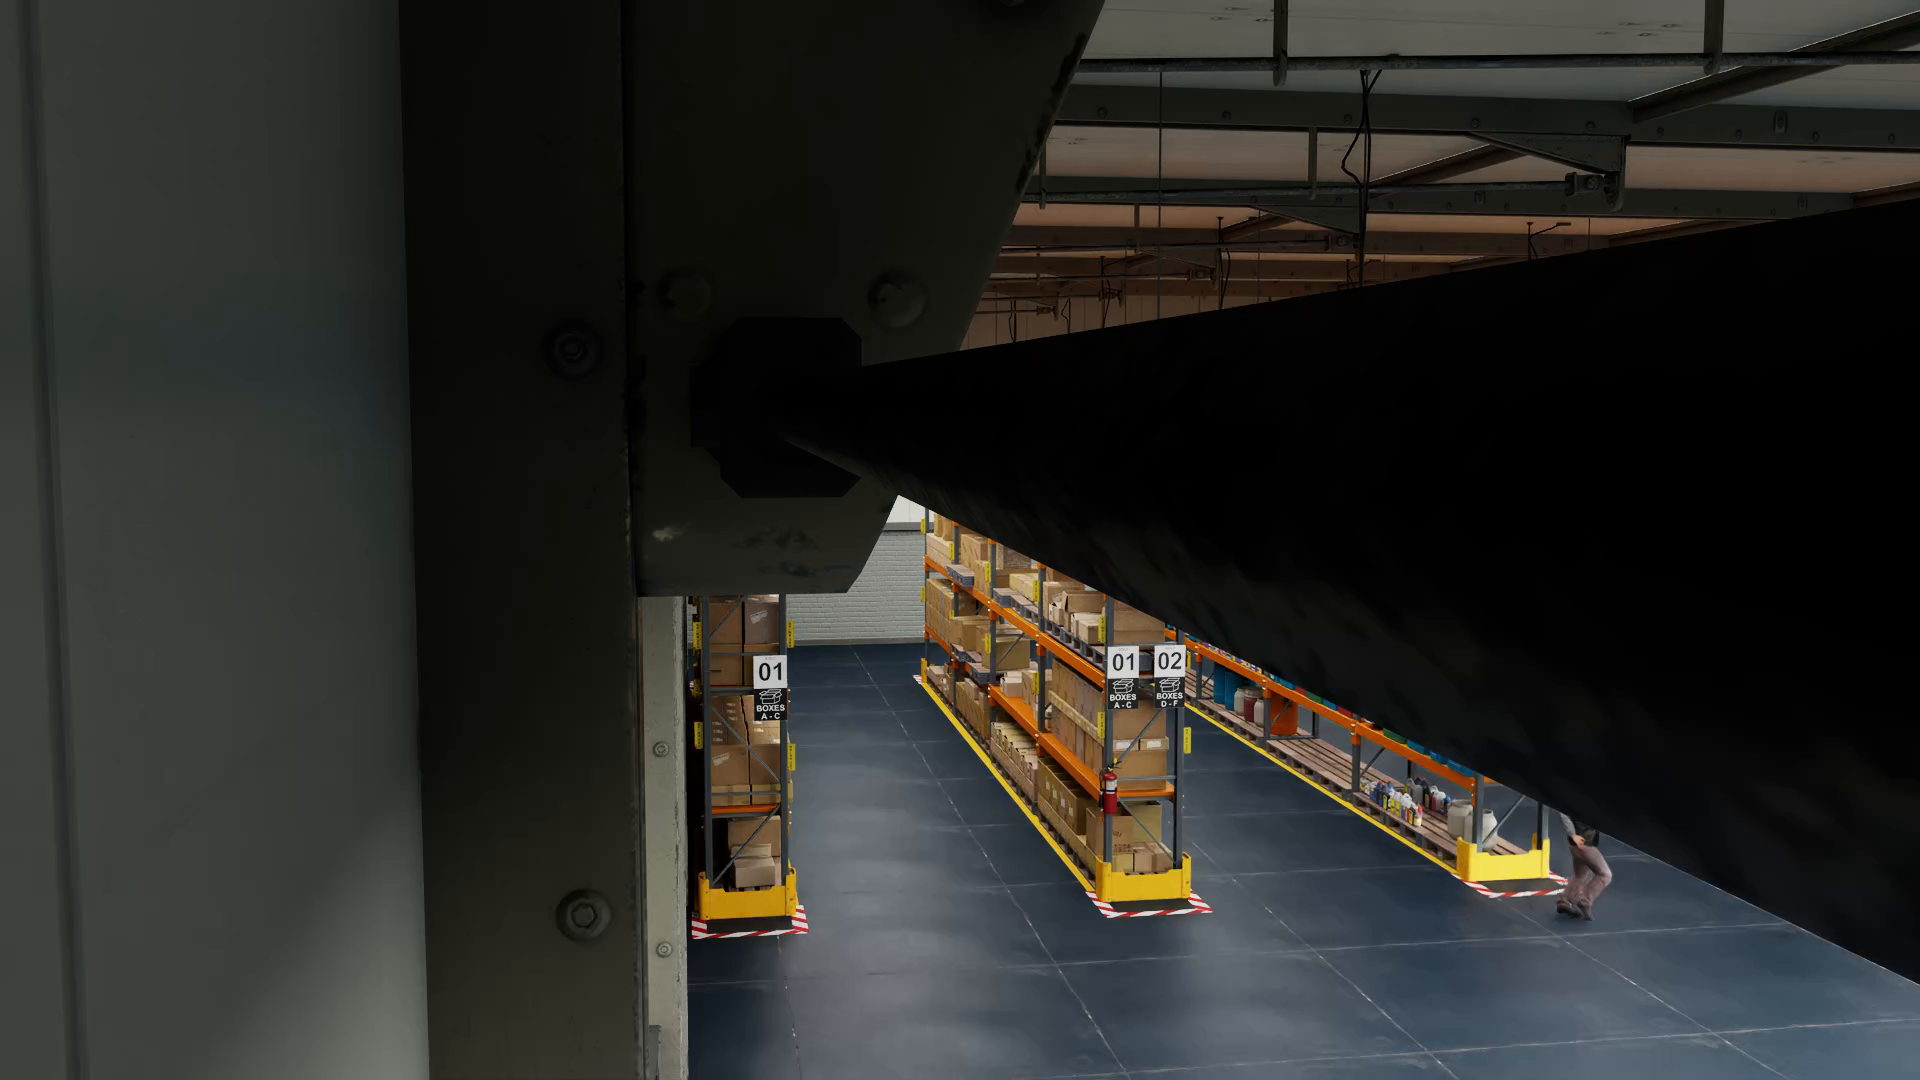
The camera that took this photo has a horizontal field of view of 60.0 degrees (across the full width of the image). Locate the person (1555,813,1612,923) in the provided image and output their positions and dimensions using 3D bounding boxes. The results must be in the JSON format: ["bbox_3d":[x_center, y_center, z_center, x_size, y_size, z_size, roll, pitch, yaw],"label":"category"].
[{"bbox_3d":[7.554,3.722,20.126,0.629,1.716,0.661,2,5,18],"label":"person"}]
